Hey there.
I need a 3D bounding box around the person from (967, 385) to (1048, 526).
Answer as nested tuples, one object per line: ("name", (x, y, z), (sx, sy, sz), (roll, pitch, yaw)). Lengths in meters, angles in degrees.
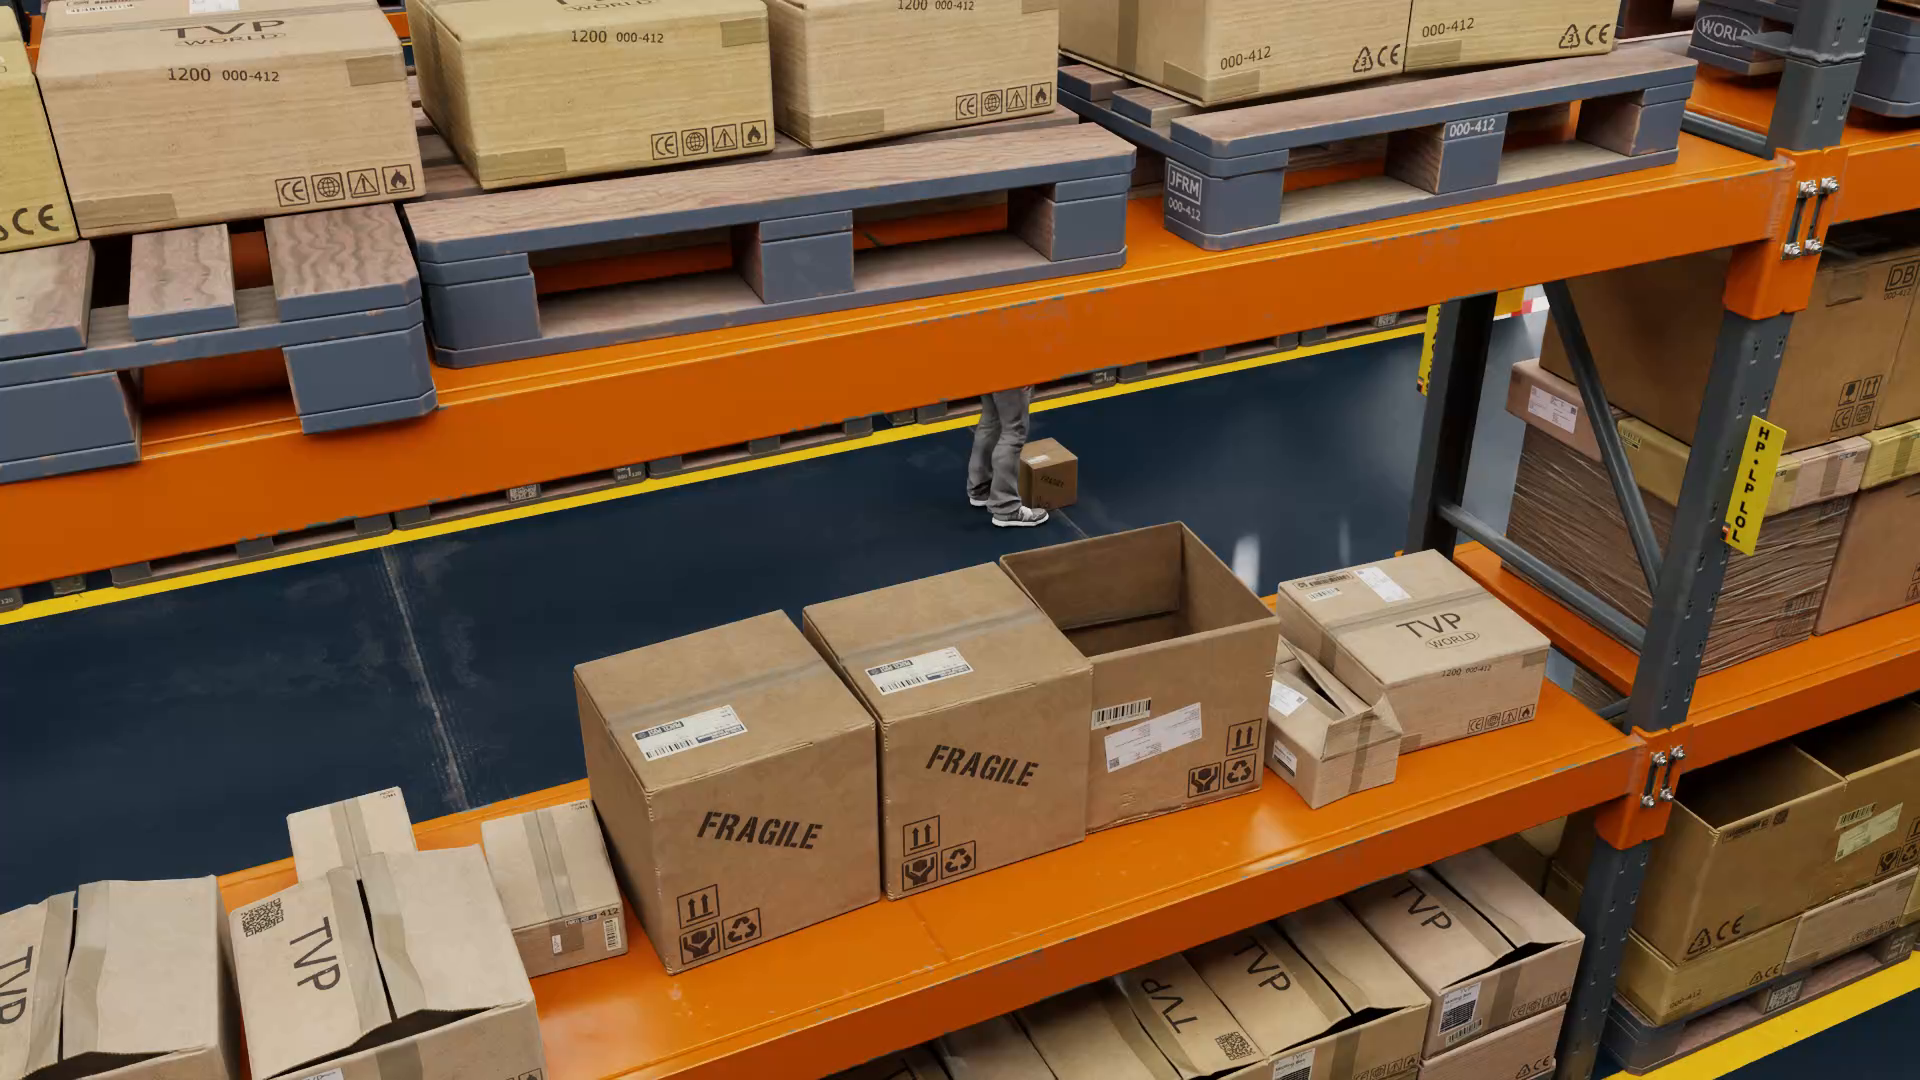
("person", (0.188, -0.838, 7.601), (0.347, 1.592, 0.465), (-13, 32, -22))
